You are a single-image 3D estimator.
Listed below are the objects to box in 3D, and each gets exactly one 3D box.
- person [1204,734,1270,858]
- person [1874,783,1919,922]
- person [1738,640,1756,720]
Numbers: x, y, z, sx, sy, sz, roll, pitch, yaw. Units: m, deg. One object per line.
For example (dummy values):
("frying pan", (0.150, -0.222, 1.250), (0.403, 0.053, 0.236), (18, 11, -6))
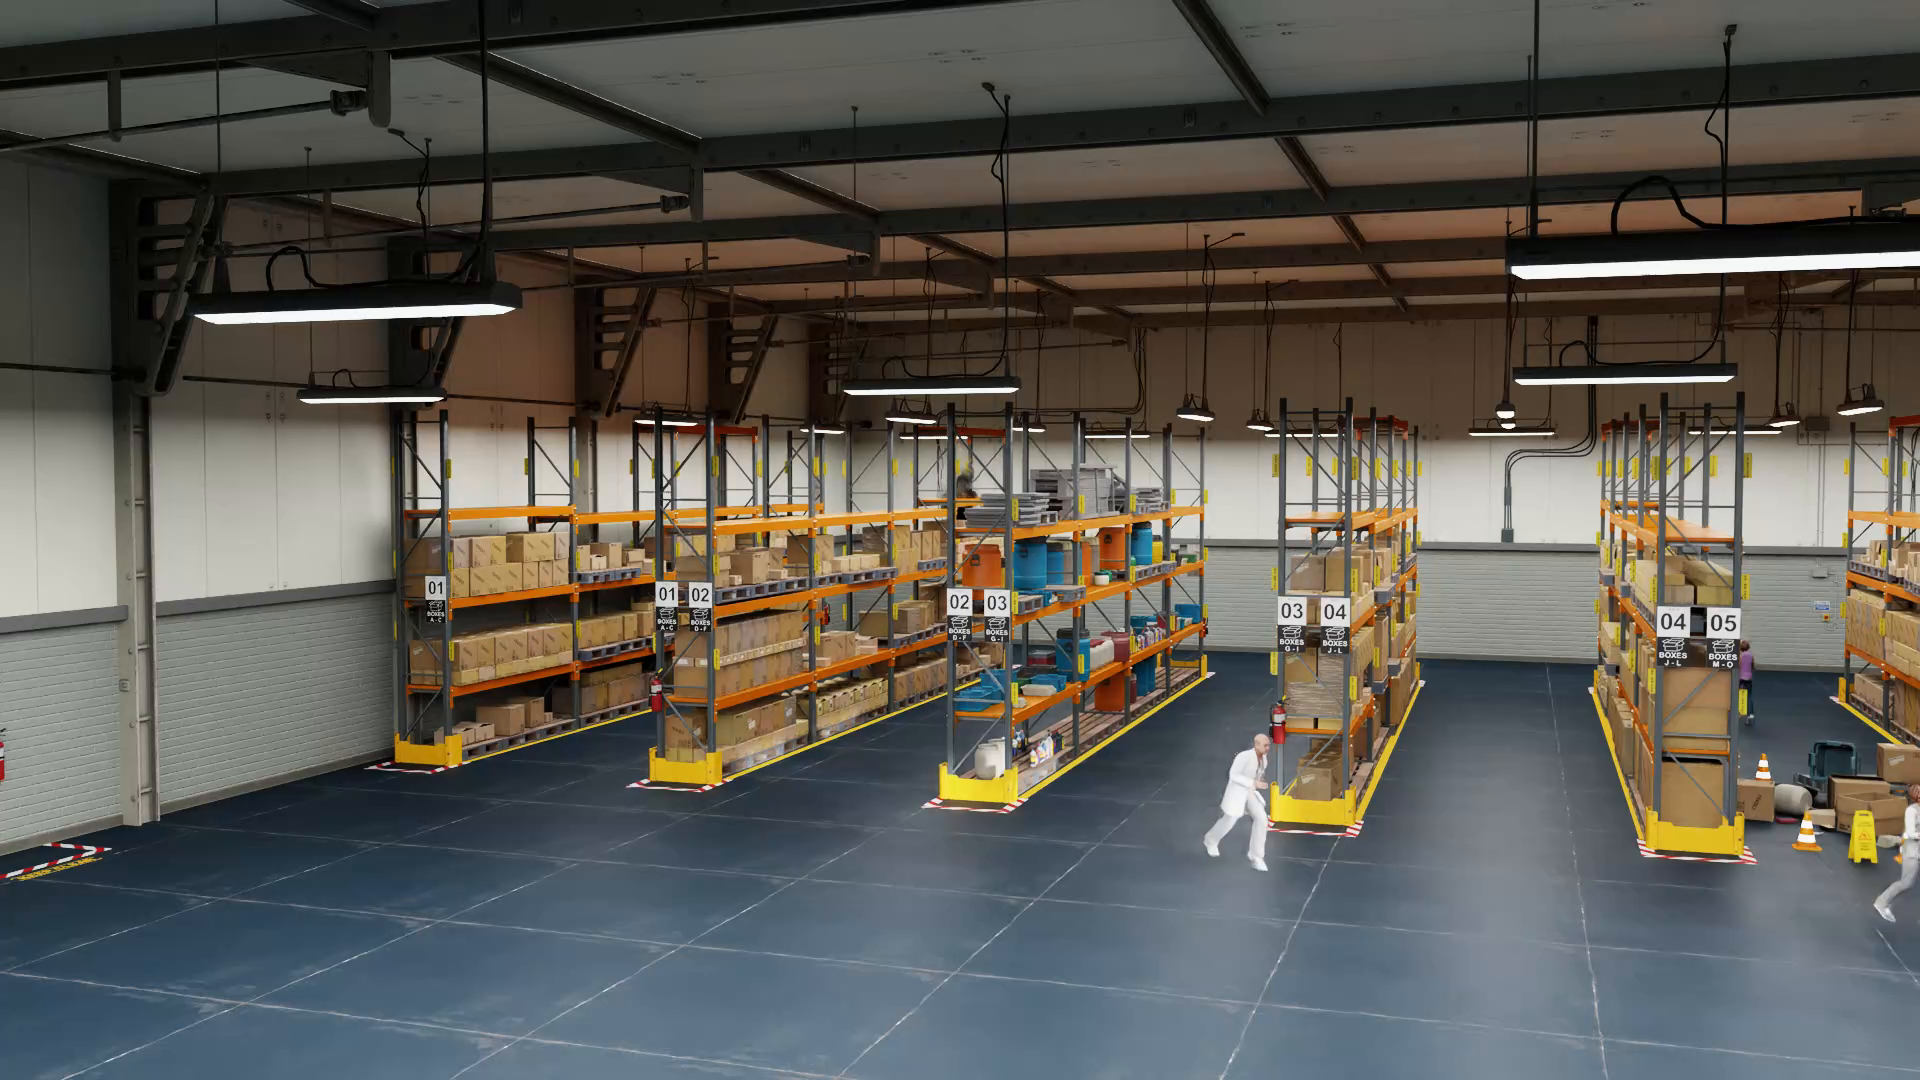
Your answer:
("person", (3.530, 3.186, 21.051), (0.755, 1.555, 1.017), (-2, 3, -42))
("person", (10.303, 3.419, 17.911), (0.528, 1.627, 0.845), (-1, 3, -25))
("person", (15.513, 2.787, 32.984), (0.545, 1.601, 0.818), (1, 3, 15))
